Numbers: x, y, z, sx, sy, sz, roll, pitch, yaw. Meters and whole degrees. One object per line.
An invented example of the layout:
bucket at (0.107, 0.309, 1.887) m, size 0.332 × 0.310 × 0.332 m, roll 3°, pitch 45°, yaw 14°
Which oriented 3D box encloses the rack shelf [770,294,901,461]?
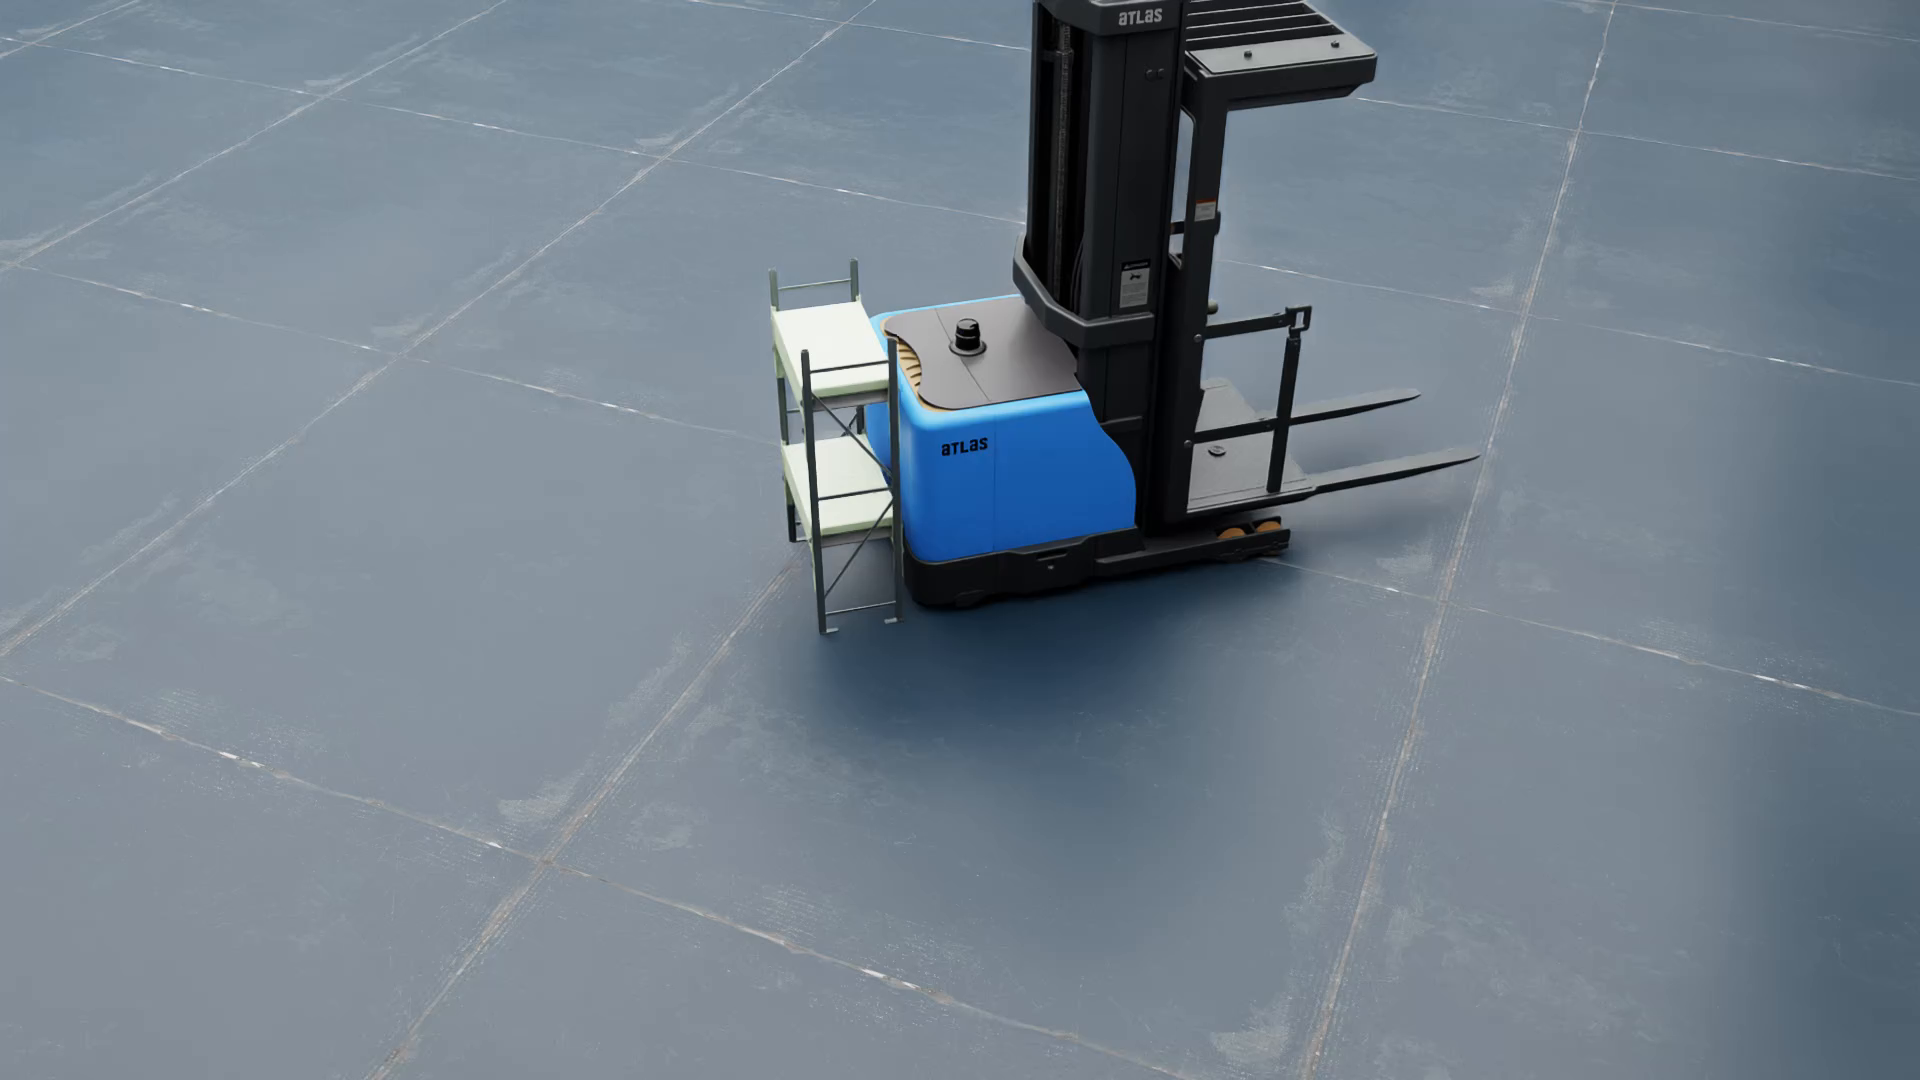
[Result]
rack shelf at (-0.554, -0.724, 7.314) m, size 0.431 × 0.370 × 0.720 m, roll -9°, pitch 38°, yaw -12°

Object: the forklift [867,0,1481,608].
forklift at (1.105, -1.359, 7.619) m, size 3.031 × 2.935 × 1.130 m, roll -10°, pitch 38°, yaw -13°

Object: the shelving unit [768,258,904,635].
shelving unit at (-0.554, -0.411, 7.547) m, size 0.431 × 1.500 × 0.755 m, roll -9°, pitch 38°, yaw -12°

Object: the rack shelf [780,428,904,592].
rack shelf at (-0.554, -0.150, 7.743) m, size 0.431 × 0.370 × 0.720 m, roll -9°, pitch 38°, yaw -12°

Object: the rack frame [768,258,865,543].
rack frame at (-0.651, -0.622, 7.830) m, size 0.400 × 1.500 × 0.023 m, roll -9°, pitch 38°, yaw -12°

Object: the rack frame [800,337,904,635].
rack frame at (-0.458, -0.200, 7.265) m, size 0.400 × 1.500 × 0.023 m, roll -9°, pitch 38°, yaw -12°
